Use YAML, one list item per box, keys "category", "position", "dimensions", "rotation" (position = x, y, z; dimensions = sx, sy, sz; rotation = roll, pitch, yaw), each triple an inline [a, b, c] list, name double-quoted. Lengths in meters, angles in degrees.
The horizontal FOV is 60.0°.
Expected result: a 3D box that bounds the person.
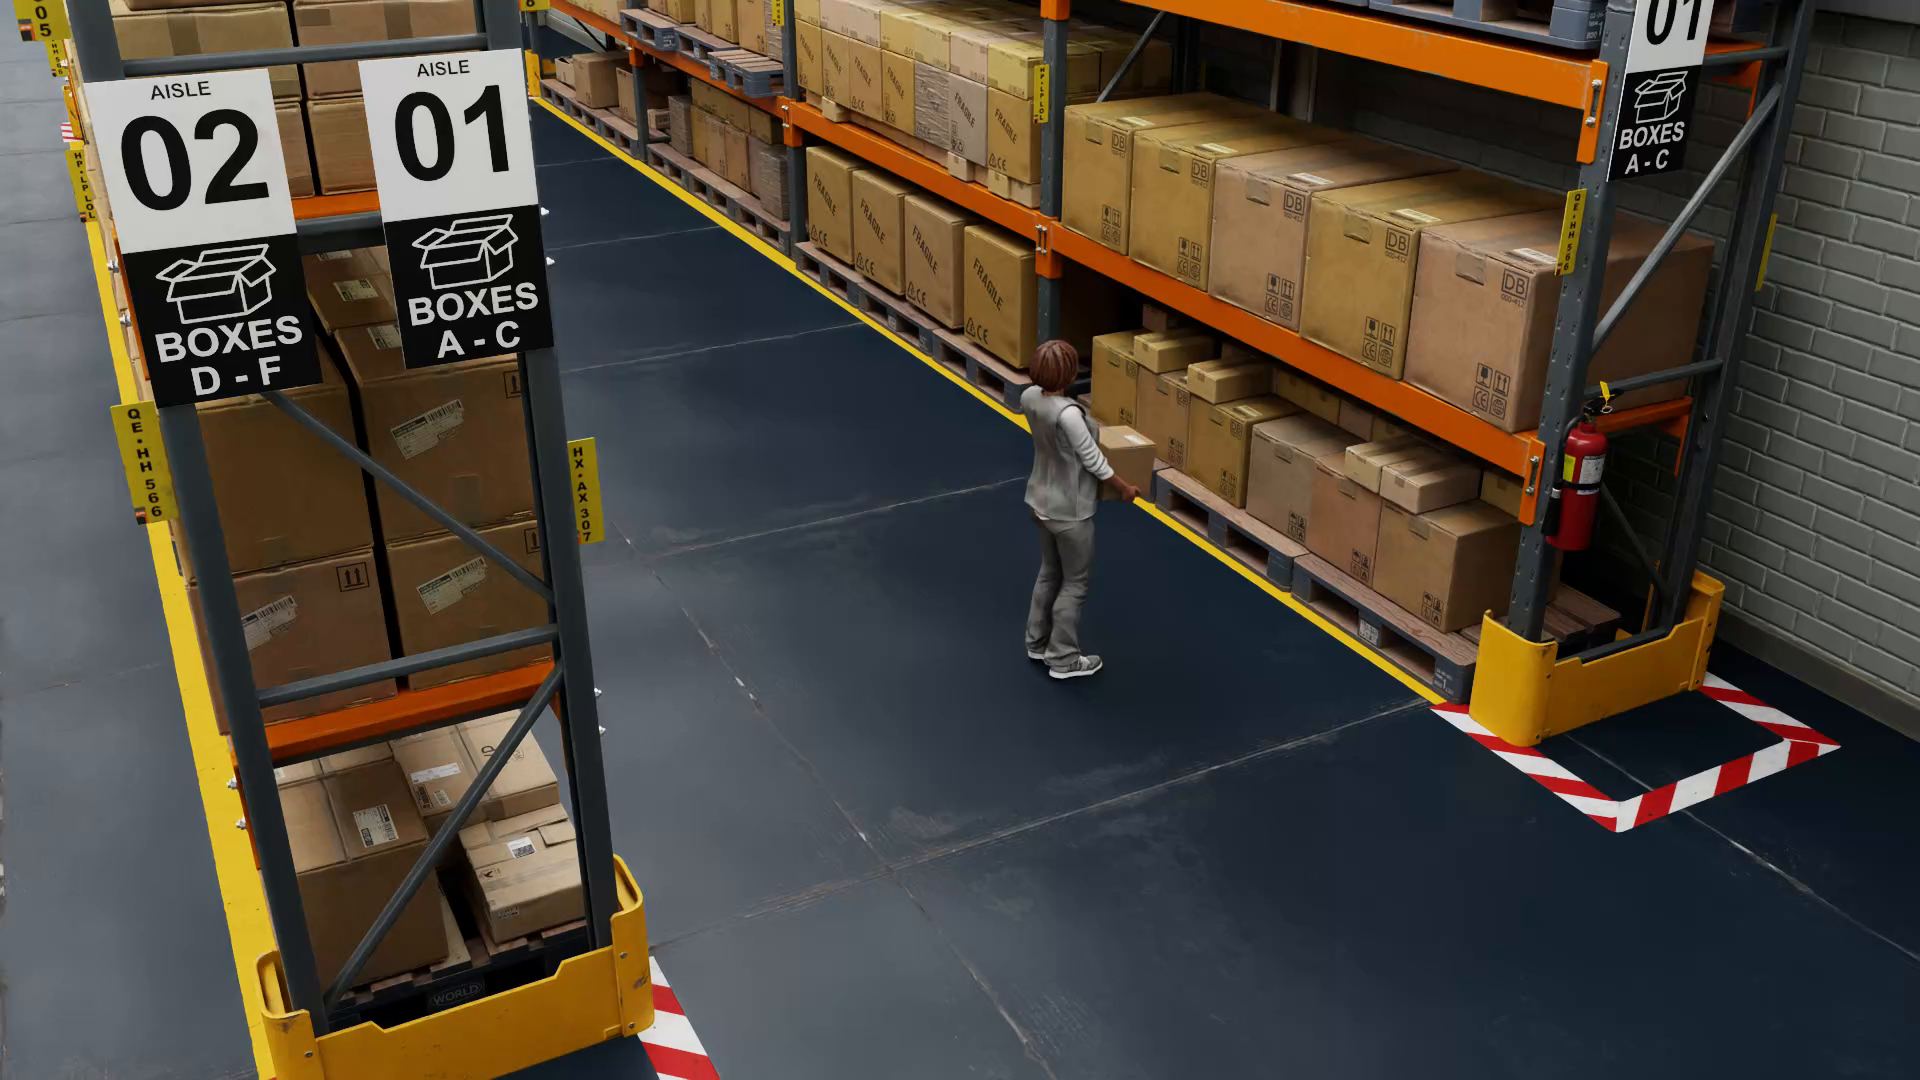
- category: "person"
  position: [0.527, -0.154, 7.447]
  dimensions: [0.495, 1.588, 0.406]
  rotation: [-13, 29, -25]
